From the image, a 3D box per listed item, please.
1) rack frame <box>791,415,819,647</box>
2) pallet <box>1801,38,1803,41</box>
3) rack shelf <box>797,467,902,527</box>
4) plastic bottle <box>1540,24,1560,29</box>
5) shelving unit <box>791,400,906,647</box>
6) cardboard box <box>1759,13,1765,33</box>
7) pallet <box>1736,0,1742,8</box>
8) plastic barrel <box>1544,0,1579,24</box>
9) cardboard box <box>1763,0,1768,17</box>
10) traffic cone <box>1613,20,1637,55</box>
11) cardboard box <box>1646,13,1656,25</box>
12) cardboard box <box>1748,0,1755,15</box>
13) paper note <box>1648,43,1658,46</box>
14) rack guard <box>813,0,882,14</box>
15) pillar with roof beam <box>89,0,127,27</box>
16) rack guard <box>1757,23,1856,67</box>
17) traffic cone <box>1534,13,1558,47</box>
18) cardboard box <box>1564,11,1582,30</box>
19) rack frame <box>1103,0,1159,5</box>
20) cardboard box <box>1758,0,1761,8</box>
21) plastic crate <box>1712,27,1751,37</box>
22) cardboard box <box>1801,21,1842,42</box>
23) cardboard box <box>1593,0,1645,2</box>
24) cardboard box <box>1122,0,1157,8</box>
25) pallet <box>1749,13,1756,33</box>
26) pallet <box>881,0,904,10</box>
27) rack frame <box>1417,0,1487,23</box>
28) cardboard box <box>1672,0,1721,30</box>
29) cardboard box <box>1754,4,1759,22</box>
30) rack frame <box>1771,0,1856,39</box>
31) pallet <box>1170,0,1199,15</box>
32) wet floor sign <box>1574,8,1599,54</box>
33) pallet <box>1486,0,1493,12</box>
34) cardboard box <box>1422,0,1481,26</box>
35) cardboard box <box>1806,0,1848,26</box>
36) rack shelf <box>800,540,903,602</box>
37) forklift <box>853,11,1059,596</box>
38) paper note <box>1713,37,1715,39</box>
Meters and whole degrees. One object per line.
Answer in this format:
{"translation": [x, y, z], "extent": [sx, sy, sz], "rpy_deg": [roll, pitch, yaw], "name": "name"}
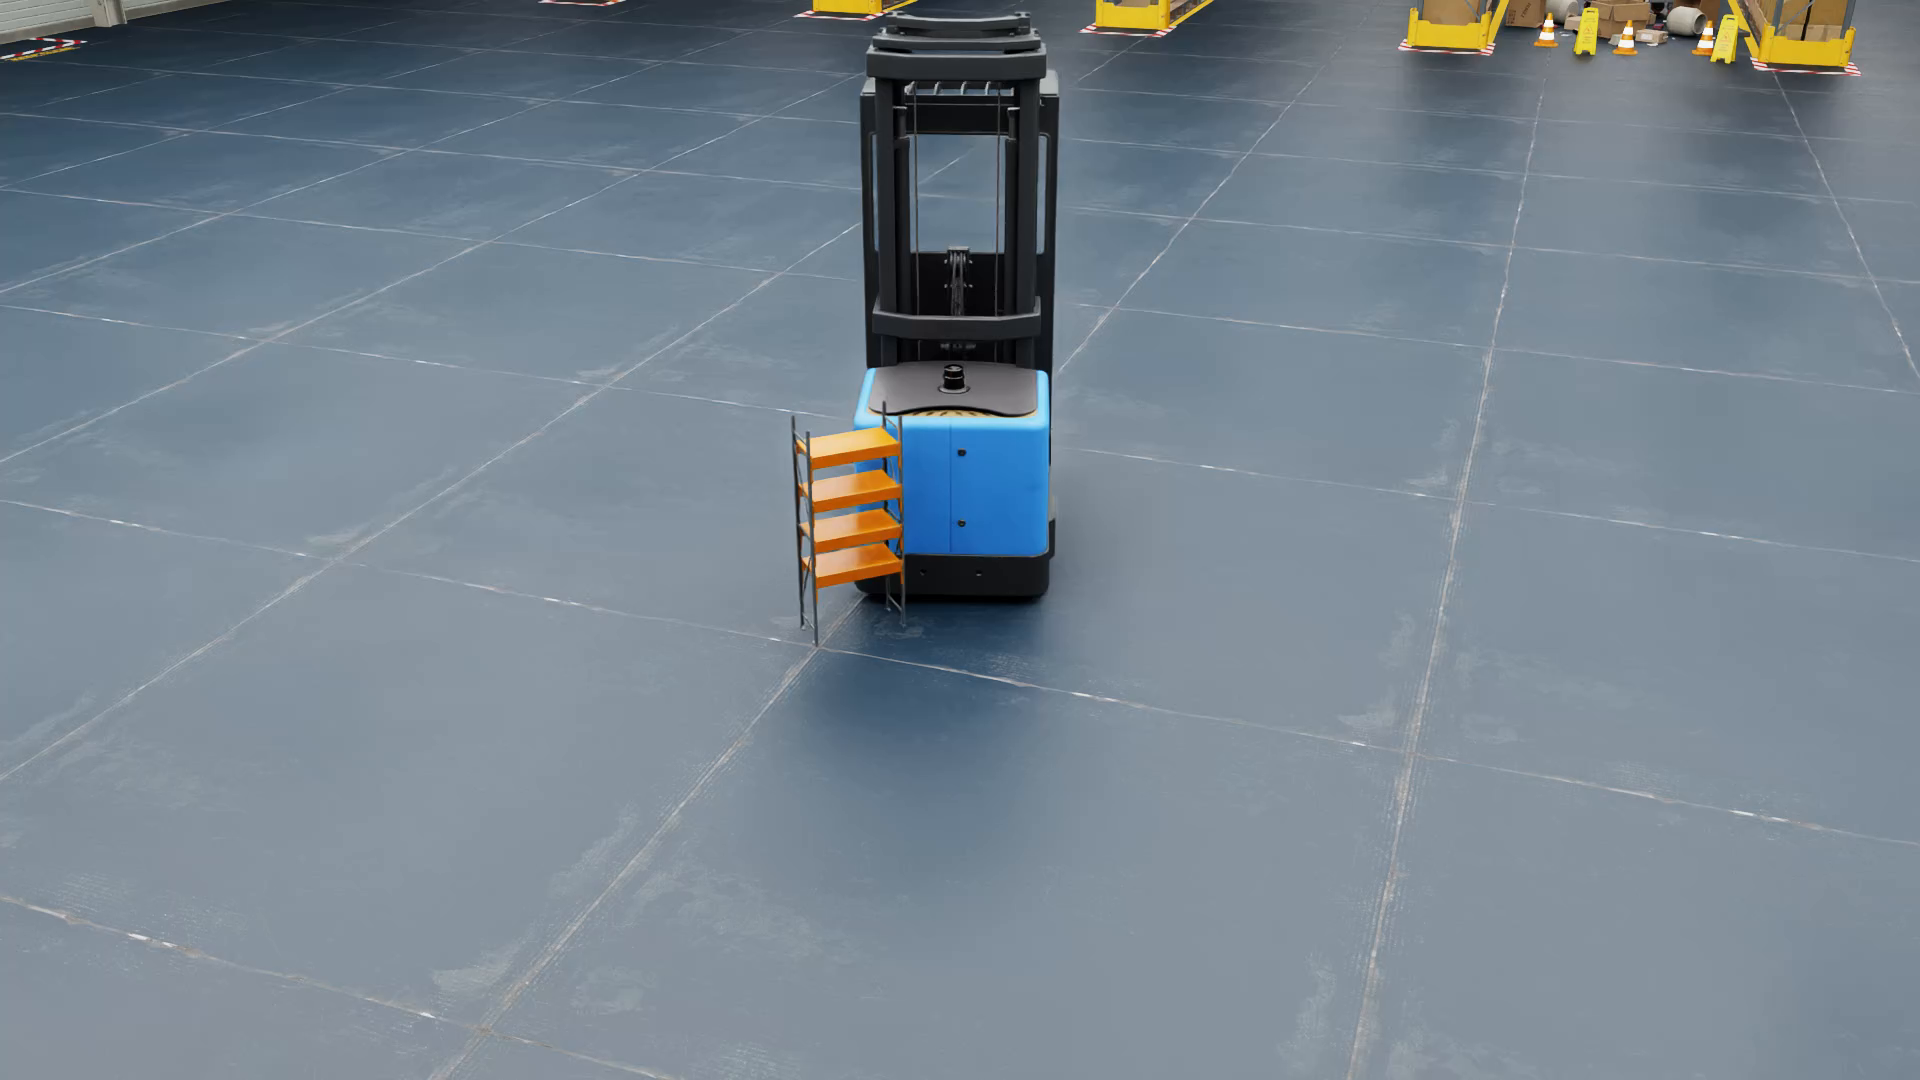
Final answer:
{"translation": [-0.788, -0.037, 8.449], "extent": [0.015, 1.200, 0.240], "rpy_deg": [-11, 28, -22], "name": "rack frame"}
{"translation": [12.437, -7.307, 24.599], "extent": [1.003, 0.211, 1.213], "rpy_deg": [9, 27, 17], "name": "pallet"}
{"translation": [-0.565, -0.221, 8.471], "extent": [0.480, 0.148, 0.258], "rpy_deg": [-11, 28, -22], "name": "rack shelf"}
{"translation": [9.481, -8.253, 26.726], "extent": [0.283, 0.061, 0.133], "rpy_deg": [0, 26, -1], "name": "plastic bottle"}
{"translation": [-0.565, -0.080, 8.539], "extent": [0.503, 1.200, 0.258], "rpy_deg": [-11, 28, -22], "name": "shelving unit"}
{"translation": [12.303, -7.736, 24.959], "extent": [0.500, 0.250, 0.500], "rpy_deg": [9, 27, 18], "name": "cardboard box"}
{"translation": [14.101, -9.414, 28.951], "extent": [1.003, 0.211, 1.213], "rpy_deg": [9, 27, 17], "name": "pallet"}
{"translation": [9.807, -8.674, 27.179], "extent": [0.421, 0.421, 0.512], "rpy_deg": [-14, 29, -27], "name": "plastic barrel"}
{"translation": [12.299, -8.073, 24.794], "extent": [0.500, 0.500, 0.500], "rpy_deg": [10, 28, 19], "name": "cardboard box"}
{"translation": [9.875, -7.445, 24.596], "extent": [0.336, 0.463, 0.334], "rpy_deg": [9, 27, 17], "name": "traffic cone"}
{"translation": [11.144, -8.592, 27.190], "extent": [0.258, 0.266, 0.396], "rpy_deg": [-9, 27, -18], "name": "cardboard box"}
{"translation": [12.988, -8.594, 26.731], "extent": [0.500, 0.250, 0.500], "rpy_deg": [7, 27, 15], "name": "cardboard box"}
{"translation": [10.546, -7.543, 25.293], "extent": [0.148, 0.019, 0.142], "rpy_deg": [0, 26, -1], "name": "paper note"}
{"translation": [-1.927, -9.270, 28.323], "extent": [1.175, 0.500, 0.348], "rpy_deg": [9, 27, 17], "name": "rack guard"}
{"translation": [-9.770, -11.817, 23.831], "extent": [9.100, 9.000, 0.400], "rpy_deg": [9, 27, 17], "name": "pillar with roof beam"}
{"translation": [12.133, -7.108, 23.857], "extent": [1.175, 0.500, 0.348], "rpy_deg": [9, 27, 17], "name": "rack guard"}
{"translation": [8.922, -7.749, 25.223], "extent": [0.336, 0.463, 0.334], "rpy_deg": [9, 27, 17], "name": "traffic cone"}
{"translation": [9.902, -8.318, 26.625], "extent": [0.396, 0.266, 0.258], "rpy_deg": [14, 29, 26], "name": "cardboard box"}
{"translation": [2.763, -9.639, 26.216], "extent": [1.000, 3.000, 0.127], "rpy_deg": [9, 27, 17], "name": "rack frame"}
{"translation": [12.647, -8.497, 25.670], "extent": [0.500, 0.500, 0.500], "rpy_deg": [10, 28, 20], "name": "cardboard box"}
{"translation": [12.143, -8.005, 26.192], "extent": [0.402, 0.080, 0.583], "rpy_deg": [0, 26, -1], "name": "plastic crate"}
{"translation": [12.637, -7.445, 24.357], "extent": [0.500, 0.250, 0.500], "rpy_deg": [9, 27, 17], "name": "cardboard box"}
{"translation": [10.609, -8.614, 26.808], "extent": [0.797, 0.637, 0.503], "rpy_deg": [9, 27, 17], "name": "cardboard box"}
{"translation": [2.987, -8.957, 27.194], "extent": [0.500, 0.500, 0.500], "rpy_deg": [14, 29, 27], "name": "cardboard box"}
{"translation": [13.249, -8.310, 26.670], "extent": [1.003, 0.211, 1.213], "rpy_deg": [9, 27, 17], "name": "pallet"}
{"translation": [-1.651, -9.473, 29.074], "extent": [1.003, 0.211, 1.213], "rpy_deg": [9, 27, 17], "name": "pallet"}
{"translation": [7.407, -8.878, 24.645], "extent": [1.000, 3.000, 0.127], "rpy_deg": [9, 27, 17], "name": "rack frame"}
{"translation": [11.799, -8.479, 26.685], "extent": [0.500, 0.500, 0.500], "rpy_deg": [-14, 29, -27], "name": "cardboard box"}
{"translation": [12.647, -8.154, 25.823], "extent": [0.500, 0.250, 0.500], "rpy_deg": [8, 27, 17], "name": "cardboard box"}
{"translation": [12.108, -8.202, 23.248], "extent": [1.000, 3.000, 0.127], "rpy_deg": [9, 27, 17], "name": "rack frame"}
{"translation": [3.500, -9.244, 28.599], "extent": [1.003, 0.211, 1.213], "rpy_deg": [9, 27, 17], "name": "pallet"}
{"translation": [9.264, -7.520, 24.540], "extent": [0.267, 0.644, 0.232], "rpy_deg": [4, 26, 8], "name": "wet floor sign"}
{"translation": [8.411, -8.966, 28.025], "extent": [1.003, 0.211, 1.213], "rpy_deg": [9, 27, 17], "name": "pallet"}
{"translation": [7.570, -8.399, 25.612], "extent": [0.875, 0.875, 0.875], "rpy_deg": [9, 27, 18], "name": "cardboard box"}
{"translation": [12.645, -7.792, 24.214], "extent": [0.500, 0.500, 0.500], "rpy_deg": [8, 27, 16], "name": "cardboard box"}
{"translation": [-0.565, 0.159, 8.655], "extent": [0.480, 0.148, 0.258], "rpy_deg": [-11, 28, -22], "name": "rack shelf"}
{"translation": [0.006, -1.617, 9.726], "extent": [1.130, 2.935, 3.031], "rpy_deg": [1, 26, 2], "name": "forklift"}
{"translation": [11.674, -7.815, 25.856], "extent": [0.142, 0.019, 0.148], "rpy_deg": [0, 26, -1], "name": "paper note"}
